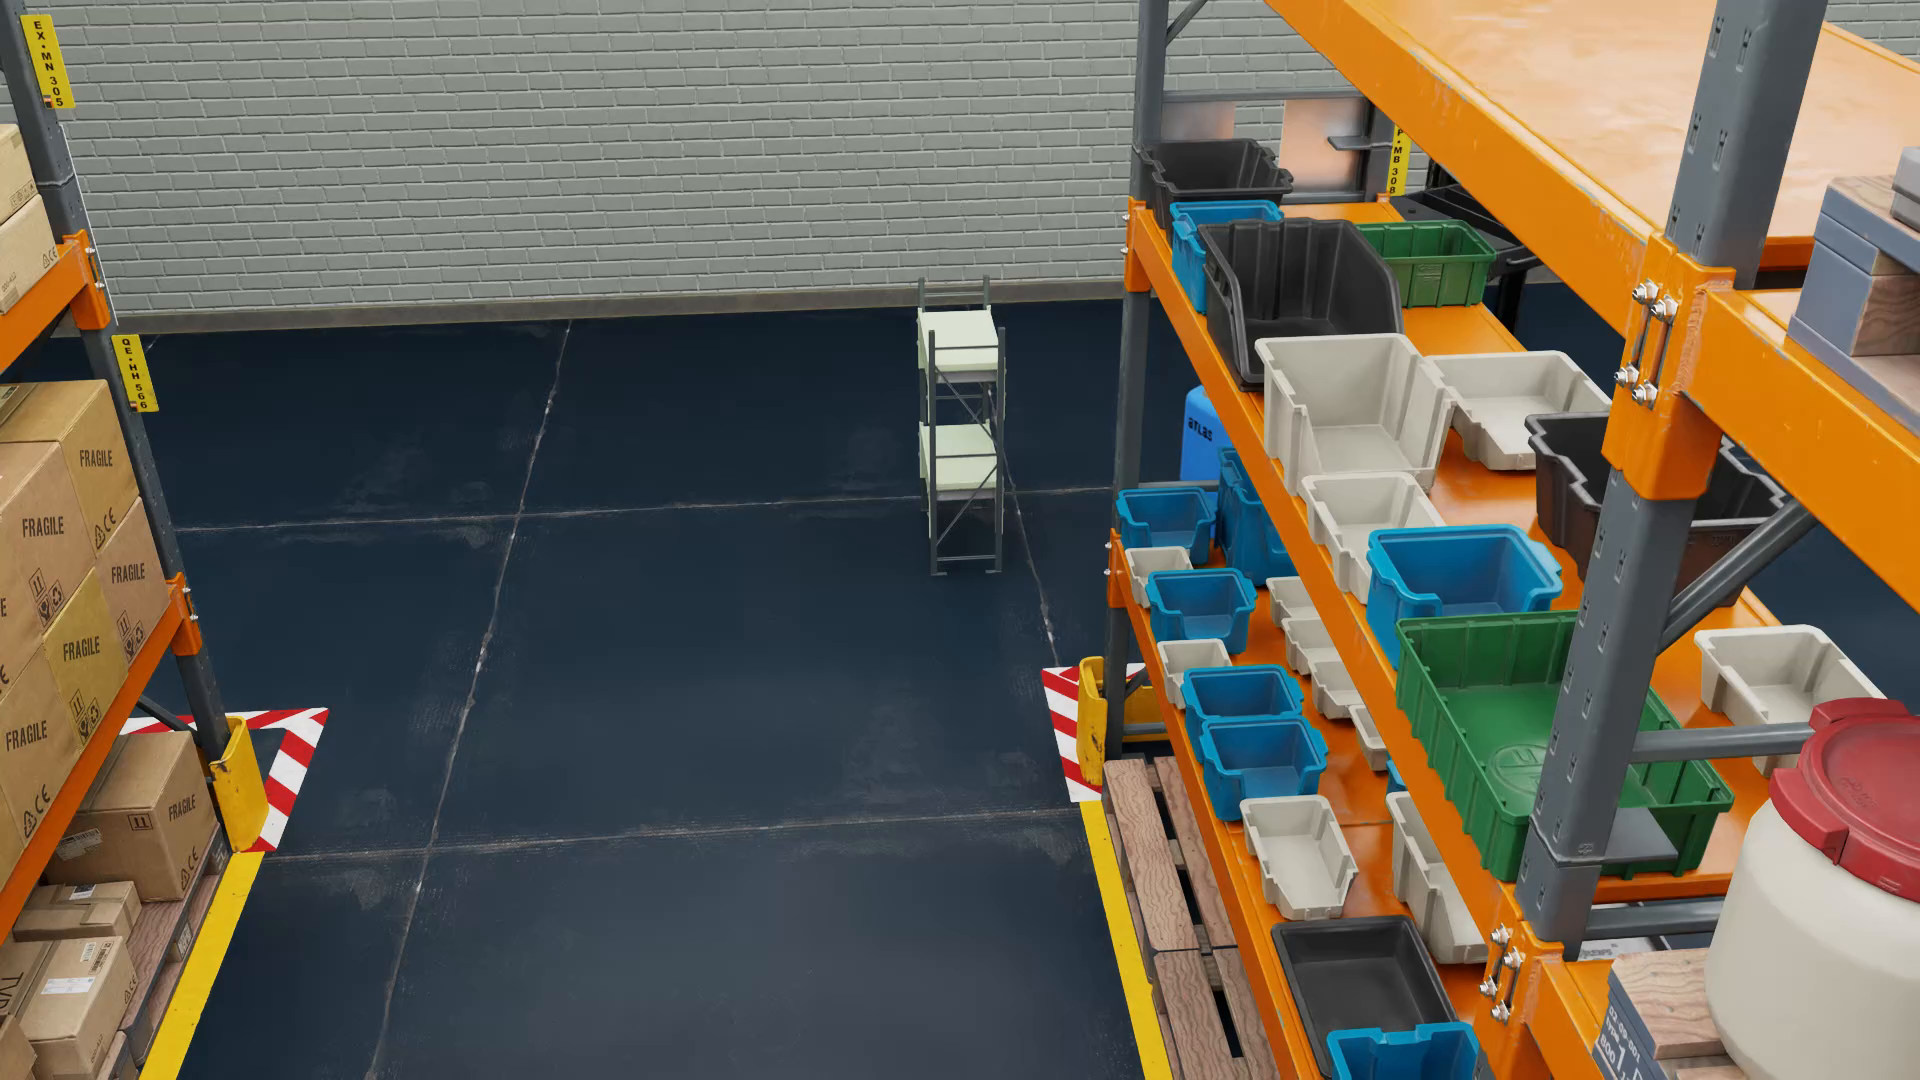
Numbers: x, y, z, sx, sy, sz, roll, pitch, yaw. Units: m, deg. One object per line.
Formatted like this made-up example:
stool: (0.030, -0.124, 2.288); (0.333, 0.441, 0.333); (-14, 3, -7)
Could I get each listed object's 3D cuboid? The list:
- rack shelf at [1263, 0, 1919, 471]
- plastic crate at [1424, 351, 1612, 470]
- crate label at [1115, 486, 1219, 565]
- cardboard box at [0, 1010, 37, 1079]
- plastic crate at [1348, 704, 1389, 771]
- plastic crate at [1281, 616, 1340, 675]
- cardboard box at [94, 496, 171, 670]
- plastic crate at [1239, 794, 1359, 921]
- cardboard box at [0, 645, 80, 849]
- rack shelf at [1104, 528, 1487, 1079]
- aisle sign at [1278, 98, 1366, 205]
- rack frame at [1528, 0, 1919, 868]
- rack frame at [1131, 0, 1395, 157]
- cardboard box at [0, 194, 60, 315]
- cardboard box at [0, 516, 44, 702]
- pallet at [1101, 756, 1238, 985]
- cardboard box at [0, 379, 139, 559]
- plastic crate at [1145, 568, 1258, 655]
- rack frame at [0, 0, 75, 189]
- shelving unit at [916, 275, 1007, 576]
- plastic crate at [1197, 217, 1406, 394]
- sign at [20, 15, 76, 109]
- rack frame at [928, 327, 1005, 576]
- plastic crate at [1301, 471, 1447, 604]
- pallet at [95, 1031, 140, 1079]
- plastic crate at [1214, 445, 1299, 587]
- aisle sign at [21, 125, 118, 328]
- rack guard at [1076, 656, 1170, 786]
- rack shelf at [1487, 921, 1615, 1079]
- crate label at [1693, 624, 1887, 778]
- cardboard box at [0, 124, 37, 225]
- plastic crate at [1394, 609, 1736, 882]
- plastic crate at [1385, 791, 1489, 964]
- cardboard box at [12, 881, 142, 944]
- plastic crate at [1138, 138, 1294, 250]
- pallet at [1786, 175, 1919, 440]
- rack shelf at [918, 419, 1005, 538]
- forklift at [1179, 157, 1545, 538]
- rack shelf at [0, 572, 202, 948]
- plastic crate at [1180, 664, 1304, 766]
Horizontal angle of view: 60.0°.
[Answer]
rack shelf: (1.356, -1.306, 4.253); (1.077, 0.370, 4.000); (-3, 31, -5)
plastic crate: (1.609, -0.364, 4.766); (0.437, 0.136, 0.530); (-3, 31, -5)
crate label: (0.864, -0.044, 7.004); (0.416, 0.233, 0.303); (-3, 31, -5)
cardboard box: (-3.570, 1.969, 5.534); (0.797, 0.503, 0.637); (-3, 31, -5)
plastic crate: (1.535, 0.703, 5.847); (0.298, 0.136, 0.250); (-3, 31, -5)
plastic crate: (1.438, 0.411, 6.335); (0.396, 0.136, 0.243); (-3, 31, -5)
cardboard box: (-3.450, 0.176, 6.434); (0.500, 0.500, 0.500); (-2, 31, -3)
plastic crate: (1.081, 1.023, 5.312); (0.293, 0.136, 0.466); (-3, 31, -5)
cardboard box: (-3.357, 0.695, 5.563); (0.500, 0.500, 0.500); (-3, 31, -4)
rack shelf: (1.356, 1.098, 5.689); (1.077, 0.370, 4.000); (-3, 31, -5)
aisle sign: (1.454, -1.399, 6.633); (0.394, 0.787, 0.004); (-3, 31, -5)
rack frame: (1.543, -0.766, 2.257); (1.000, 3.000, 0.127); (-3, 31, -5)
rack frame: (1.169, -2.808, 5.676); (1.000, 3.000, 0.127); (-3, 31, -5)
cardboard box: (-3.452, -0.971, 5.671); (0.500, 0.250, 0.500); (-3, 31, -5)
cardboard box: (-3.346, 0.267, 5.305); (0.500, 0.500, 0.500); (-2, 31, -3)
pallet: (1.208, 1.388, 7.221); (1.003, 0.211, 1.213); (-3, 31, -5)
cardboard box: (-3.448, -0.255, 6.180); (0.500, 0.500, 0.500); (-3, 31, -5)
plastic crate: (0.926, 0.292, 6.442); (0.416, 0.233, 0.300); (-3, 31, -5)
rack frame: (-3.763, -2.572, 5.282); (1.000, 3.000, 0.127); (-3, 31, -5)
shelving unit: (0.001, -0.640, 9.360); (0.431, 1.500, 0.755); (-3, 31, -5)
plastic crate: (1.038, -0.700, 5.133); (0.504, 0.338, 0.767); (-3, 31, -5)
sign: (-3.208, -1.681, 5.851); (0.100, 0.325, 0.005); (-3, 31, -5)
rack frame: (0.035, -0.454, 9.047); (0.400, 1.500, 0.023); (-3, 31, -5)
plastic crate: (1.045, 0.004, 4.150); (0.293, 0.136, 0.466); (-3, 31, -5)
pallet: (-3.570, 2.268, 5.749); (1.003, 0.211, 1.213); (-3, 31, -5)
plastic crate: (1.386, -0.111, 6.919); (0.616, 0.435, 0.499); (-3, 31, -5)
aisle sign: (-3.464, -1.162, 6.236); (0.394, 0.787, 0.004); (-3, 31, -5)
rack guard: (1.154, 0.829, 7.875); (1.175, 0.500, 0.348); (-3, 31, -5)
rack shelf: (1.730, 1.852, 1.501); (1.077, 0.370, 4.000); (-3, 31, -5)
crate label: (1.785, 0.372, 3.535); (0.293, 0.136, 0.466); (-3, 31, -5)
cardboard box: (-3.461, -1.185, 5.543); (0.500, 0.250, 0.500); (-3, 31, -5)
plastic crate: (1.202, 0.411, 3.418); (0.450, 0.188, 0.662); (-3, 31, -5)
plastic crate: (1.584, 1.047, 5.130); (0.437, 0.282, 0.530); (-3, 31, -5)
cardboard box: (-3.519, 1.507, 6.635); (0.380, 0.166, 0.250); (-3, 31, -5)
plastic crate: (0.928, -1.254, 6.127); (0.497, 0.269, 0.590); (-3, 31, -5)
pallet: (1.651, -0.092, 1.703); (1.003, 0.211, 1.213); (-3, 31, -5)
rack shelf: (0.001, -0.361, 9.527); (0.431, 0.370, 0.720); (-3, 31, -5)
forklift: (2.360, -0.614, 7.921); (1.130, 2.935, 3.031); (-16, 34, -24)
rack shelf: (-3.576, 1.333, 5.295); (1.077, 0.370, 4.000); (-3, 31, -5)
plastic crate: (0.987, 0.628, 5.879); (0.416, 0.233, 0.300); (-3, 31, -5)
